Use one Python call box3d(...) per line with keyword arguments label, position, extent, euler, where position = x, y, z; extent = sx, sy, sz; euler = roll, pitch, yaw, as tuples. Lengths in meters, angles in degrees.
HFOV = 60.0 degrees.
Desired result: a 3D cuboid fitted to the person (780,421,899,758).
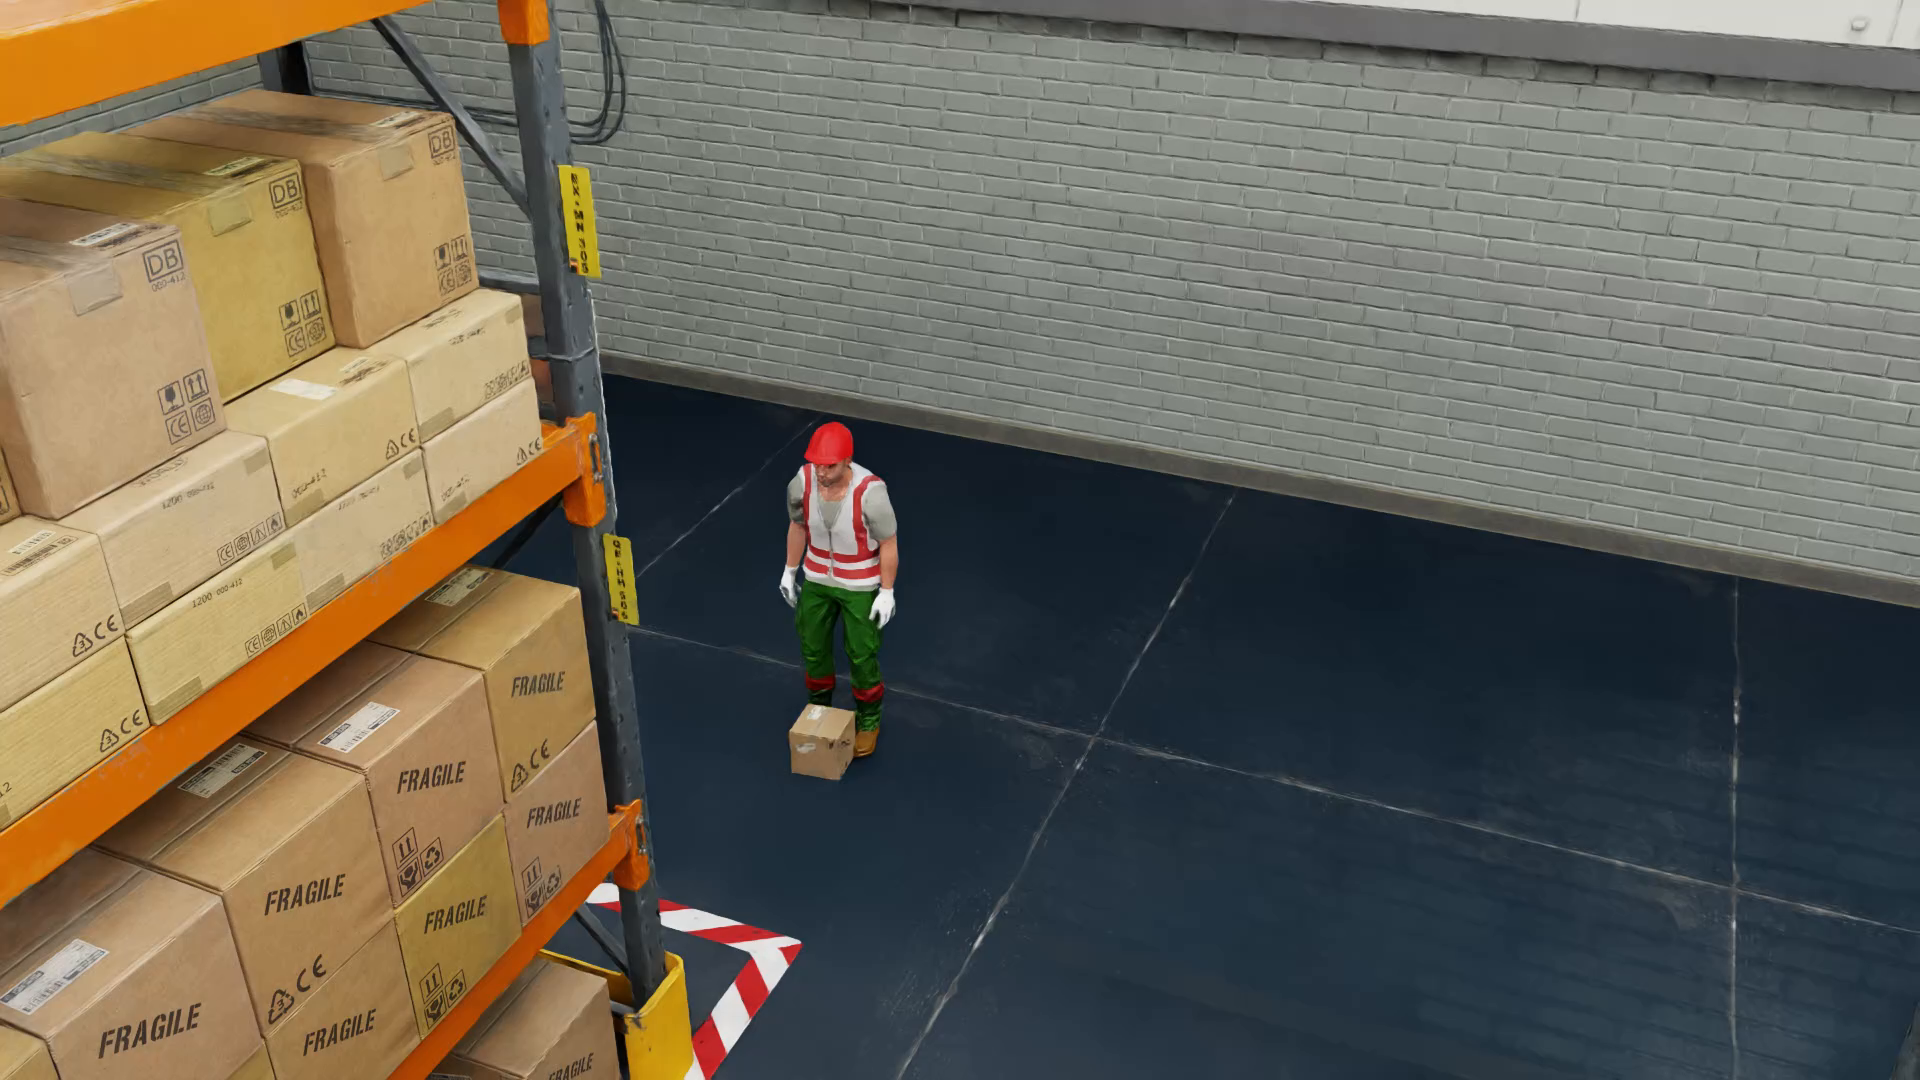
box3d(label="person", position=(-0.583, 0.223, 7.989), extent=(0.608, 1.779, 0.449), euler=(11, 31, 19))
